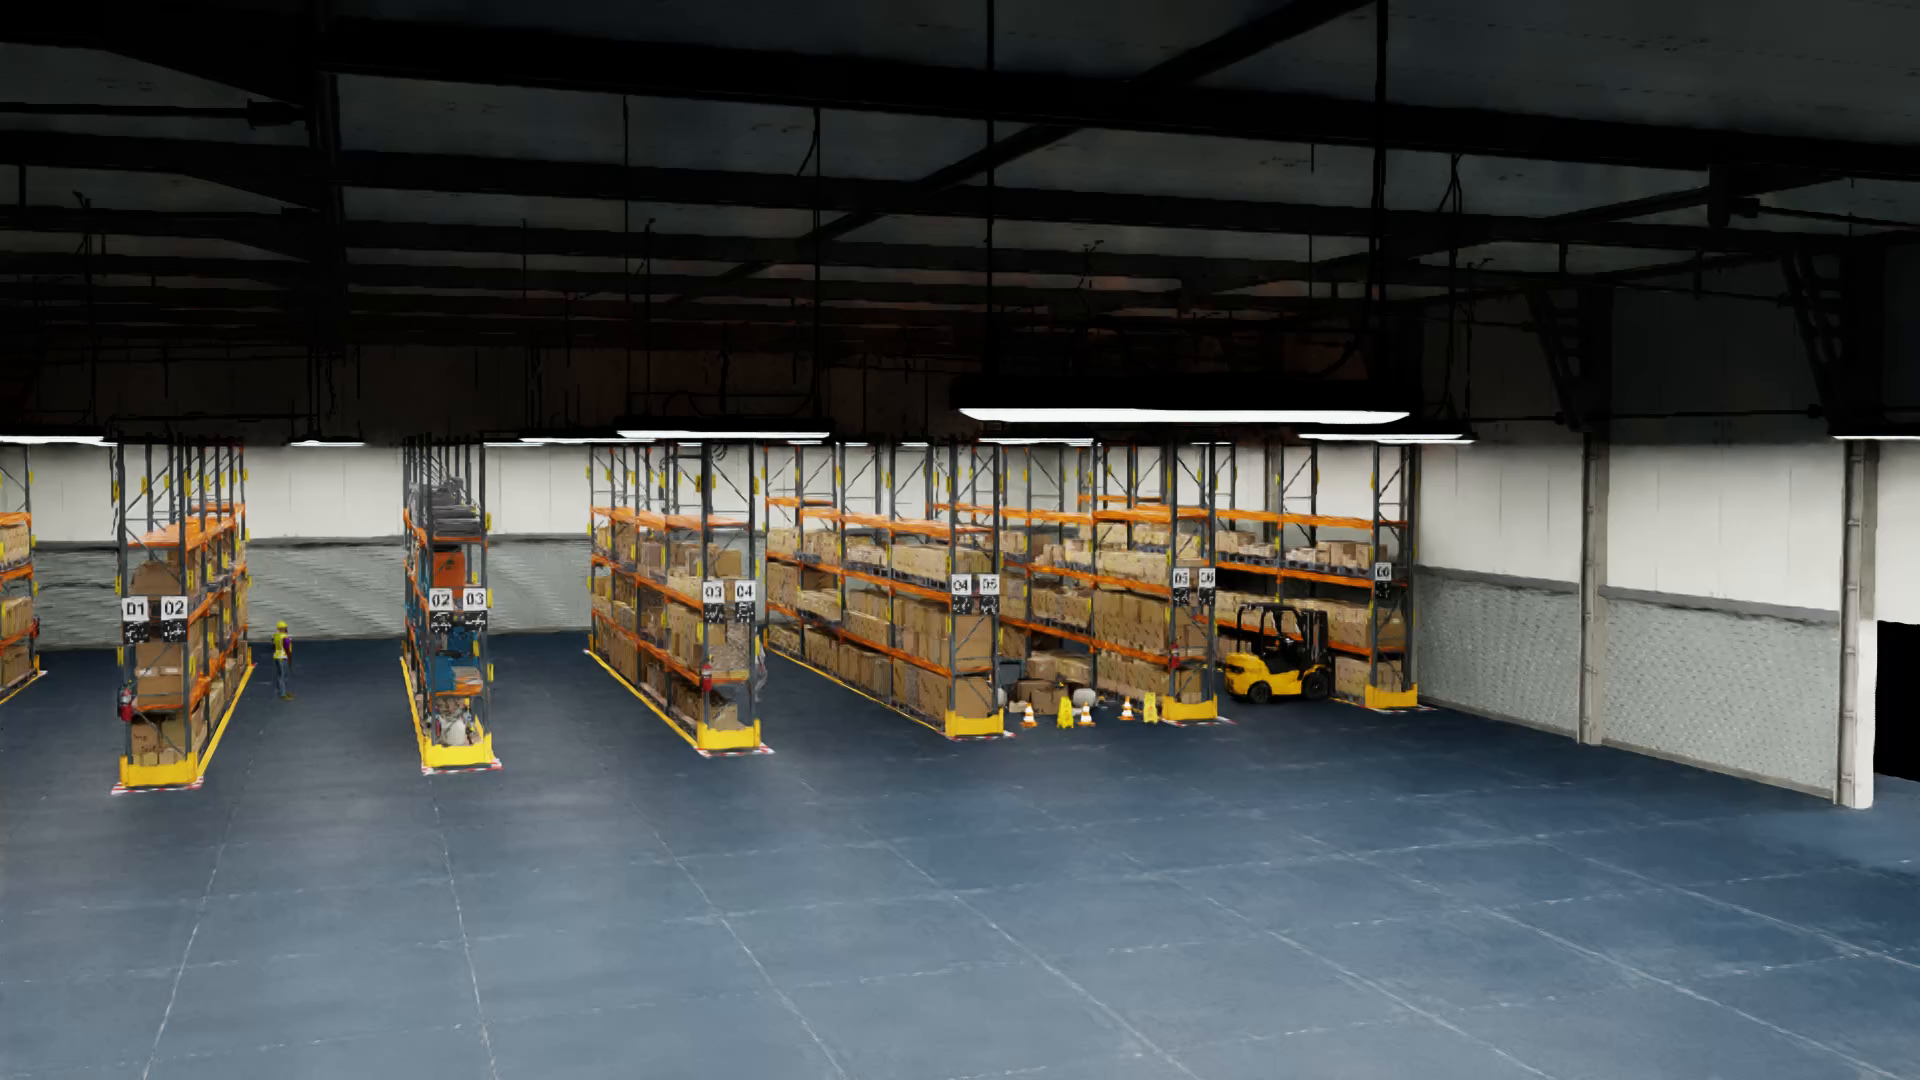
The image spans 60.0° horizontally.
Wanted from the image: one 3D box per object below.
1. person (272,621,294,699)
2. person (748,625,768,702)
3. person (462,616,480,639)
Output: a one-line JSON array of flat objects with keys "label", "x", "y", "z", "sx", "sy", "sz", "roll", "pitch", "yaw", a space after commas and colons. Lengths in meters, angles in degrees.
[{"label": "person", "x": -15.411, "y": 2.718, "z": 37.952, "sx": 0.632, "sy": 1.768, "sz": 0.452, "roll": 3, "pitch": 4, "yaw": 39}, {"label": "person", "x": -4.618, "y": 2.764, "z": 37.389, "sx": 0.569, "sy": 1.770, "sz": 0.447, "roll": 3, "pitch": 4, "yaw": 44}, {"label": "person", "x": -12.926, "y": 2.483, "z": 43.762, "sx": 0.569, "sy": 1.635, "sz": 0.684, "roll": -2, "pitch": 4, "yaw": -28}]
